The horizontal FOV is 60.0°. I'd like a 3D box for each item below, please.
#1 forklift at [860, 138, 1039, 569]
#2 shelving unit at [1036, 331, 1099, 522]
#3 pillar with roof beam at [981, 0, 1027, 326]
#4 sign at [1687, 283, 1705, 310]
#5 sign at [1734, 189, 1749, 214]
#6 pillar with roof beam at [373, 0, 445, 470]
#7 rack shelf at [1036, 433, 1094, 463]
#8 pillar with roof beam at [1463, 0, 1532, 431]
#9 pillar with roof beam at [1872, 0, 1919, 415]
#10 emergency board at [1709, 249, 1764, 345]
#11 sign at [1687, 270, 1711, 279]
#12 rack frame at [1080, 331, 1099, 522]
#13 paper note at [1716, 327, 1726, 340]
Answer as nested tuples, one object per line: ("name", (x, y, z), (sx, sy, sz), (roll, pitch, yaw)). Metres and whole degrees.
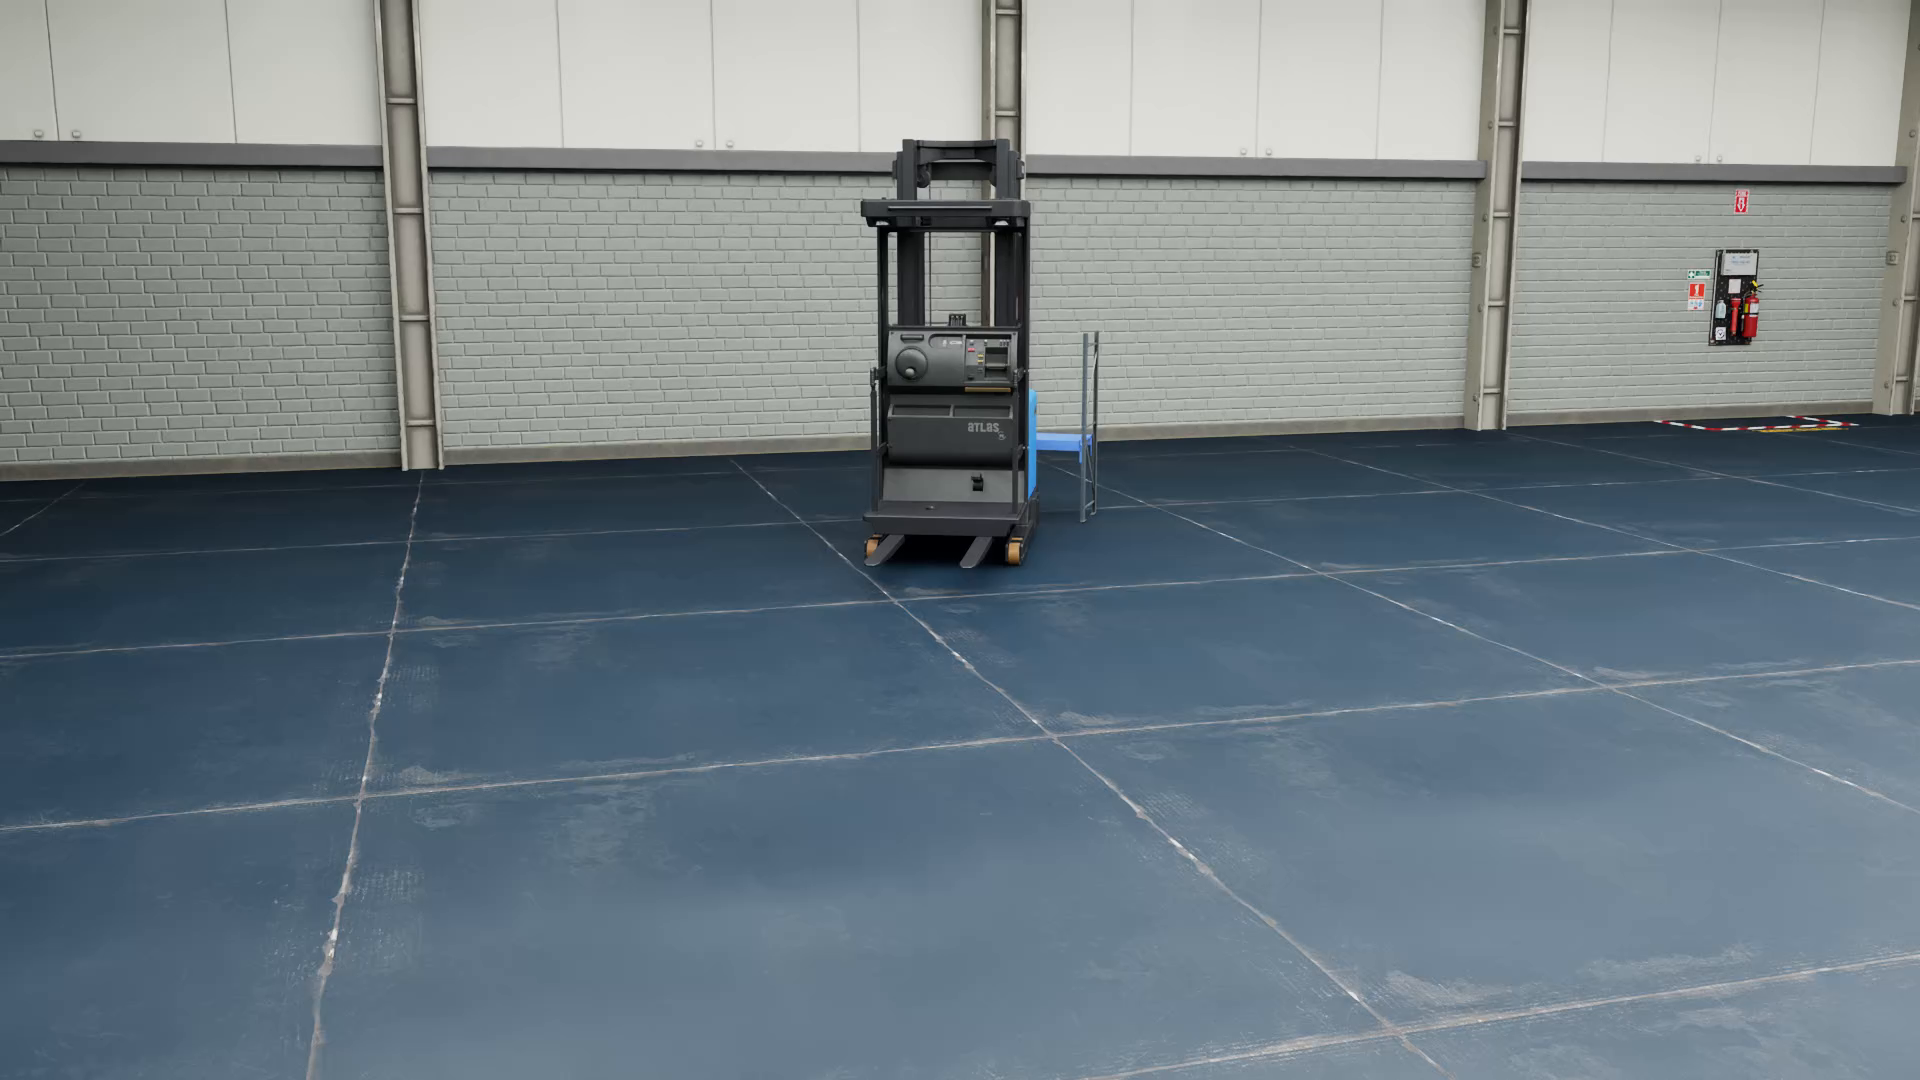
("forklift", (-0.077, -1.329, 11.671), (1.130, 2.935, 3.031), (1, 11, 7))
("shelving unit", (0.556, -0.946, 13.524), (1.048, 1.500, 0.538), (3, 10, 16))
("pillar with roof beam", (1.663, -4.696, 13.200), (0.400, 9.000, 9.100), (-3, 11, -16))
("sign", (9.038, -2.990, 20.406), (0.234, 0.329, 0.001), (-3, 11, -16))
("sign", (9.562, -4.140, 20.346), (0.199, 0.298, 0.001), (-3, 11, -16))
("pillar with roof beam", (-4.098, -4.392, 11.551), (0.400, 9.000, 9.100), (-3, 11, -16))
("rack shelf", (0.555, -0.769, 13.555), (1.000, 0.185, 0.538), (3, 10, 16))
("pillar with roof beam", (7.424, -5.000, 14.849), (0.400, 9.000, 9.100), (-3, 11, -16))
("pillar with roof beam", (13.185, -5.303, 16.499), (0.400, 9.000, 9.100), (-3, 11, -16))
("emergency board", (9.598, -2.983, 20.464), (0.643, 1.169, 0.194), (-3, 11, -16))
("sign", (9.045, -3.250, 20.351), (0.331, 0.109, 0.001), (-3, 11, -16))
("rack frame", (1.045, -0.921, 13.388), (0.032, 1.500, 0.500), (3, 10, 16))
("paper note", (9.409, -2.553, 20.560), (0.142, 0.148, 0.016), (-3, 11, -16))
